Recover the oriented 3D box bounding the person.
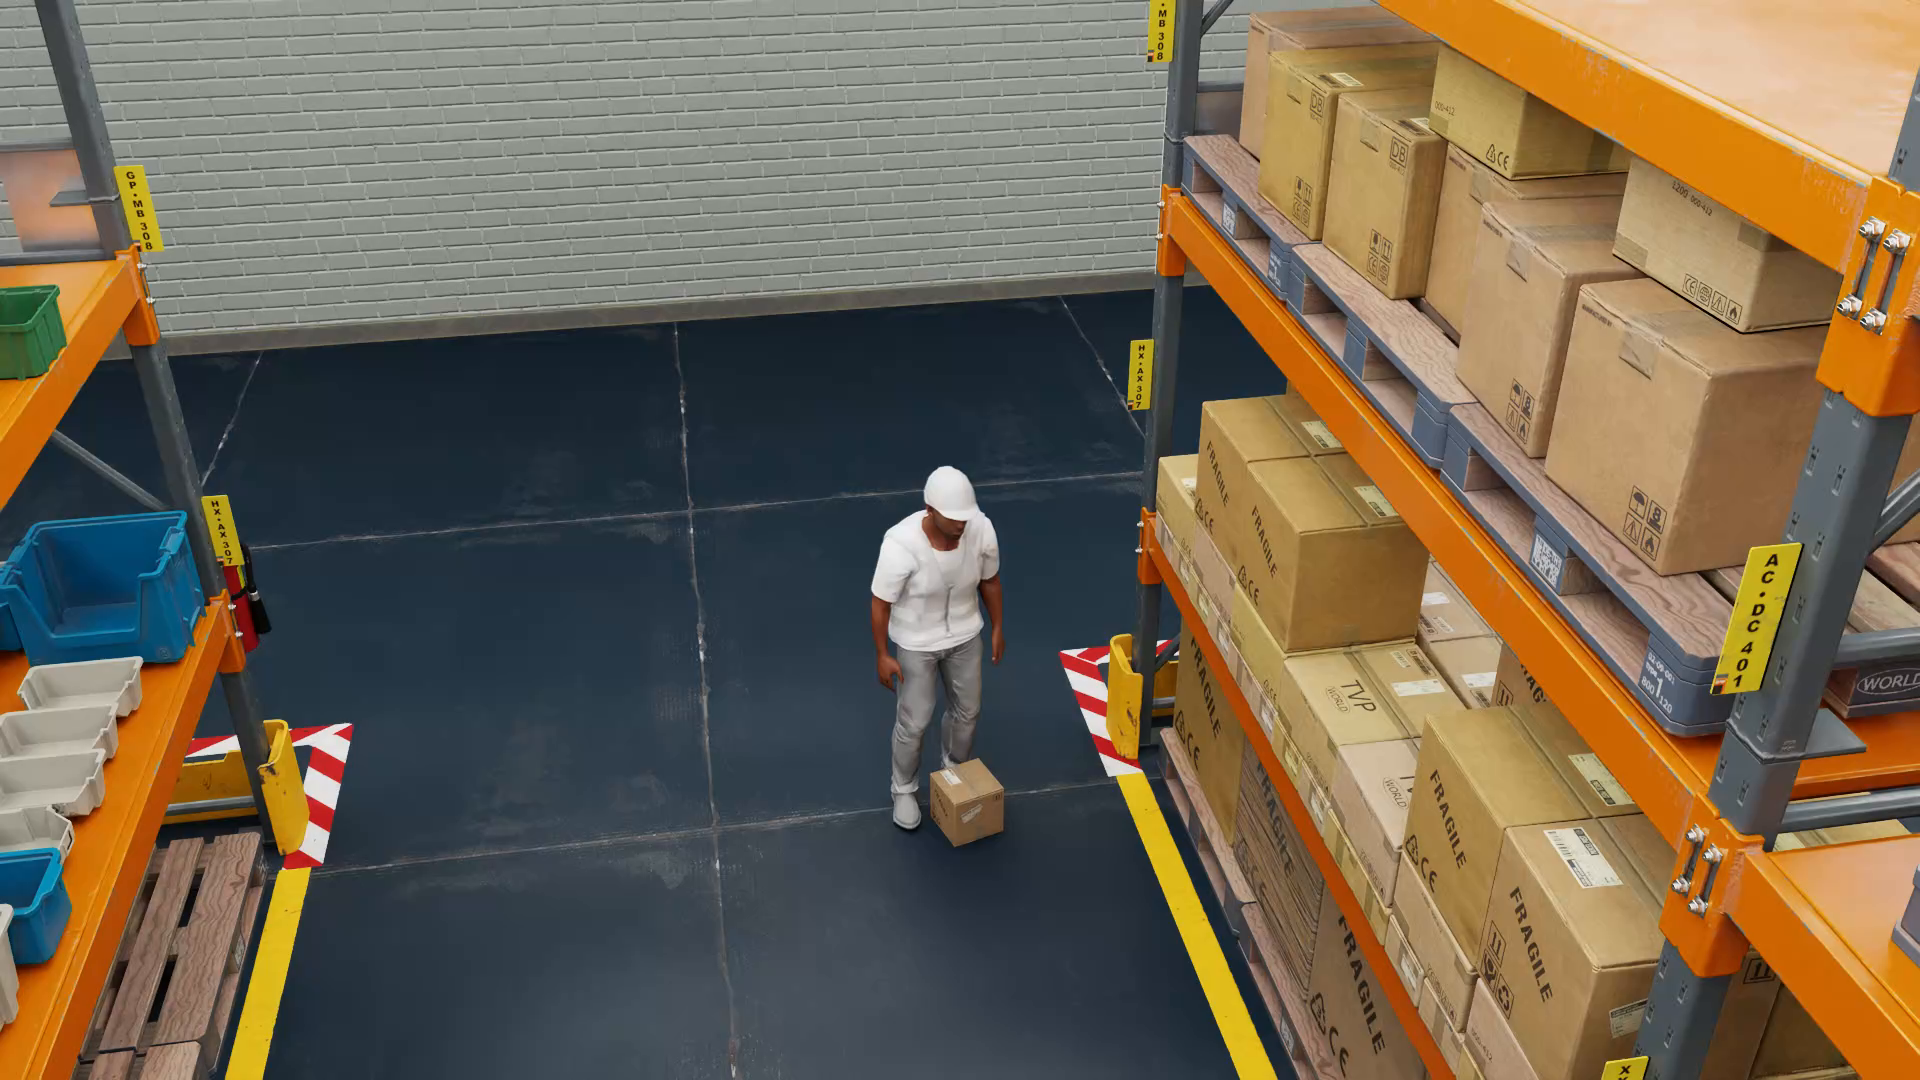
[{"bbox_3d":[-0.086,0.447,7.359,0.626,1.761,0.457,-13,33,-21],"label":"person"}]
